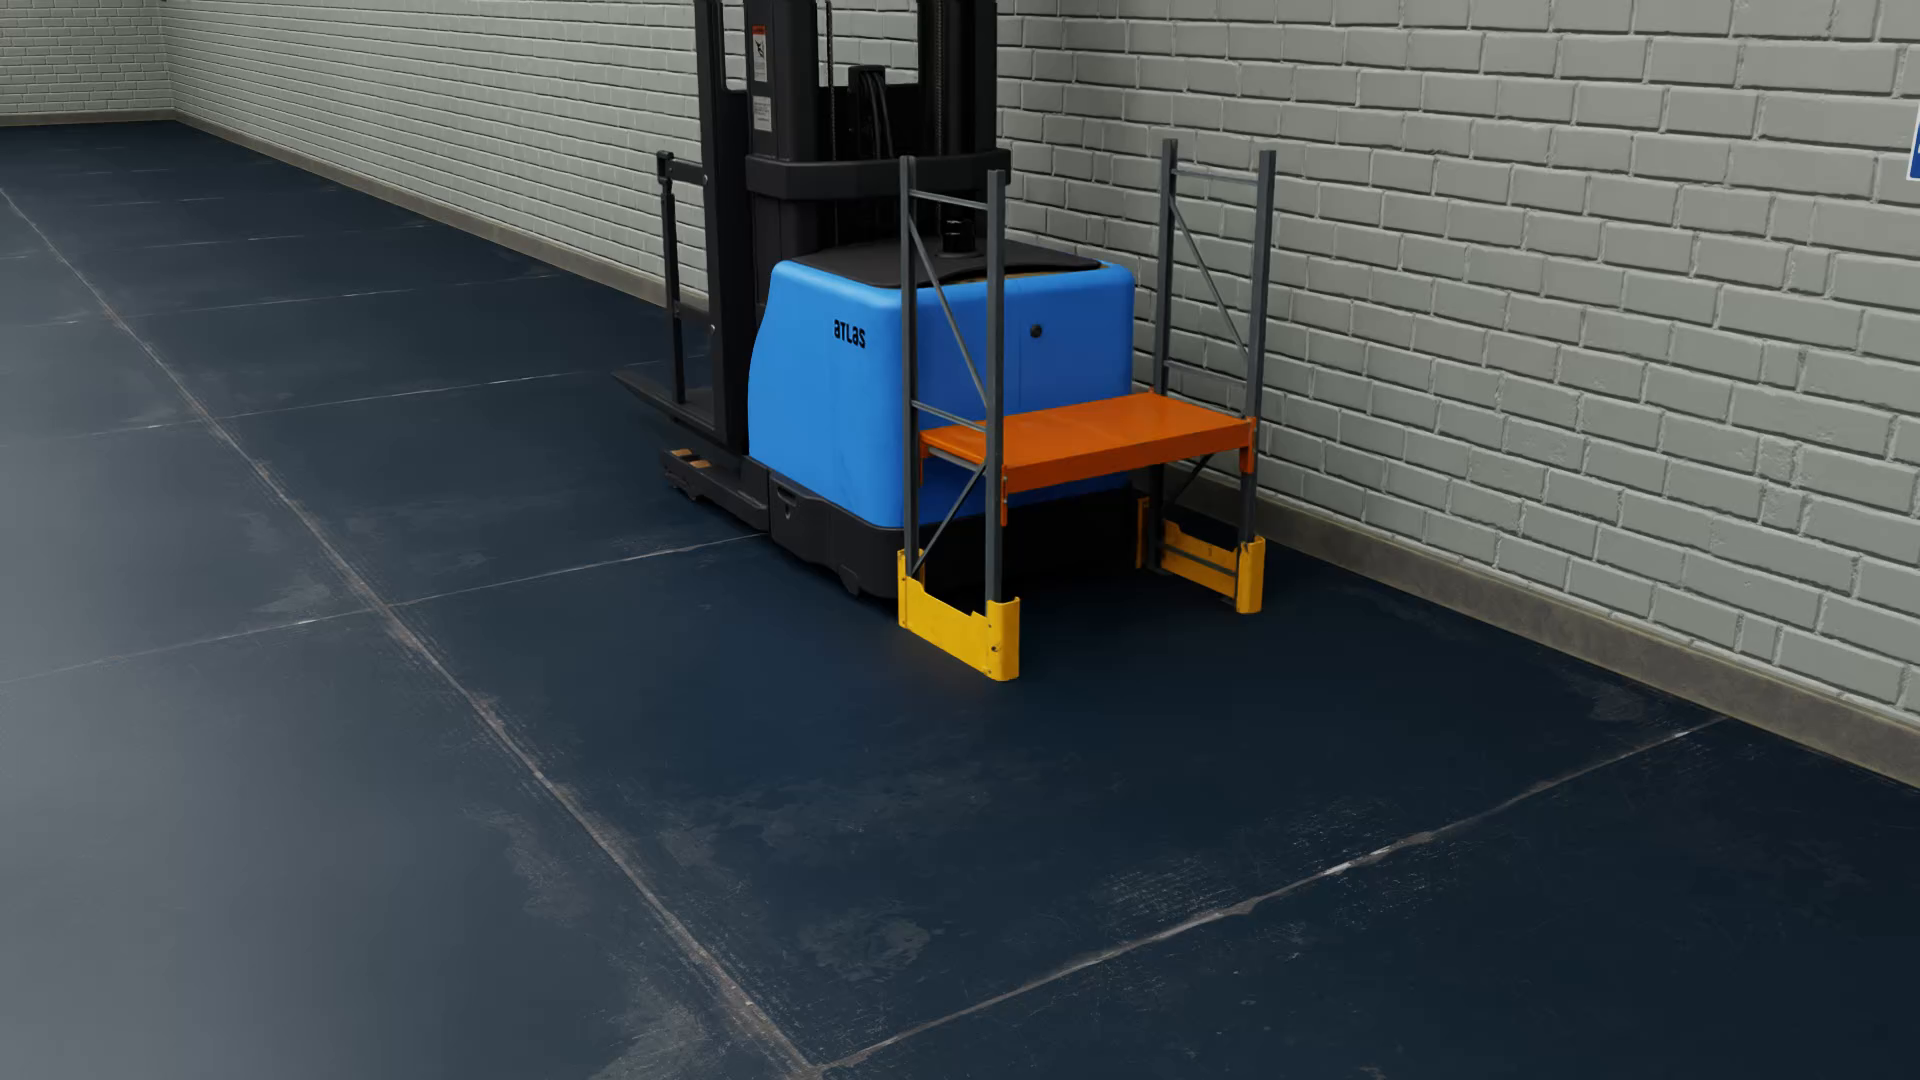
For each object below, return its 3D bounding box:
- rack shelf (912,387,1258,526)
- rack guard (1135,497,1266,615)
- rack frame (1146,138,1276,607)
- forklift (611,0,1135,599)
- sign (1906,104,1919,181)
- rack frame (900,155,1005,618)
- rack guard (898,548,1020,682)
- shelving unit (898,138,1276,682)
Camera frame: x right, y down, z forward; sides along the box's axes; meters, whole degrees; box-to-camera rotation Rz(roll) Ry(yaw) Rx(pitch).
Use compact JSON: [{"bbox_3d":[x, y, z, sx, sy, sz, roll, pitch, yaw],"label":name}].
[{"bbox_3d":[0.395,-0.284,5.305,1.000,0.185,0.538,-12,22,-32],"label":"rack shelf"},{"bbox_3d":[0.816,0.047,5.716,0.087,0.250,0.587,-12,22,-32],"label":"rack guard"},{"bbox_3d":[0.817,-0.545,5.516,0.032,1.500,0.500,-12,22,-32],"label":"rack frame"},{"bbox_3d":[-0.584,-1.616,6.448,1.130,2.935,3.031,-11,22,-30],"label":"forklift"},{"bbox_3d":[2.429,-0.950,3.948,0.001,0.218,0.327,-12,22,-31],"label":"sign"},{"bbox_3d":[-0.027,-0.364,4.979,0.032,1.500,0.500,-12,22,-32],"label":"rack frame"},{"bbox_3d":[-0.011,0.225,5.189,0.087,0.250,0.587,-12,22,-32],"label":"rack guard"},{"bbox_3d":[0.402,-0.456,5.252,1.083,1.500,0.587,-12,22,-32],"label":"shelving unit"}]
